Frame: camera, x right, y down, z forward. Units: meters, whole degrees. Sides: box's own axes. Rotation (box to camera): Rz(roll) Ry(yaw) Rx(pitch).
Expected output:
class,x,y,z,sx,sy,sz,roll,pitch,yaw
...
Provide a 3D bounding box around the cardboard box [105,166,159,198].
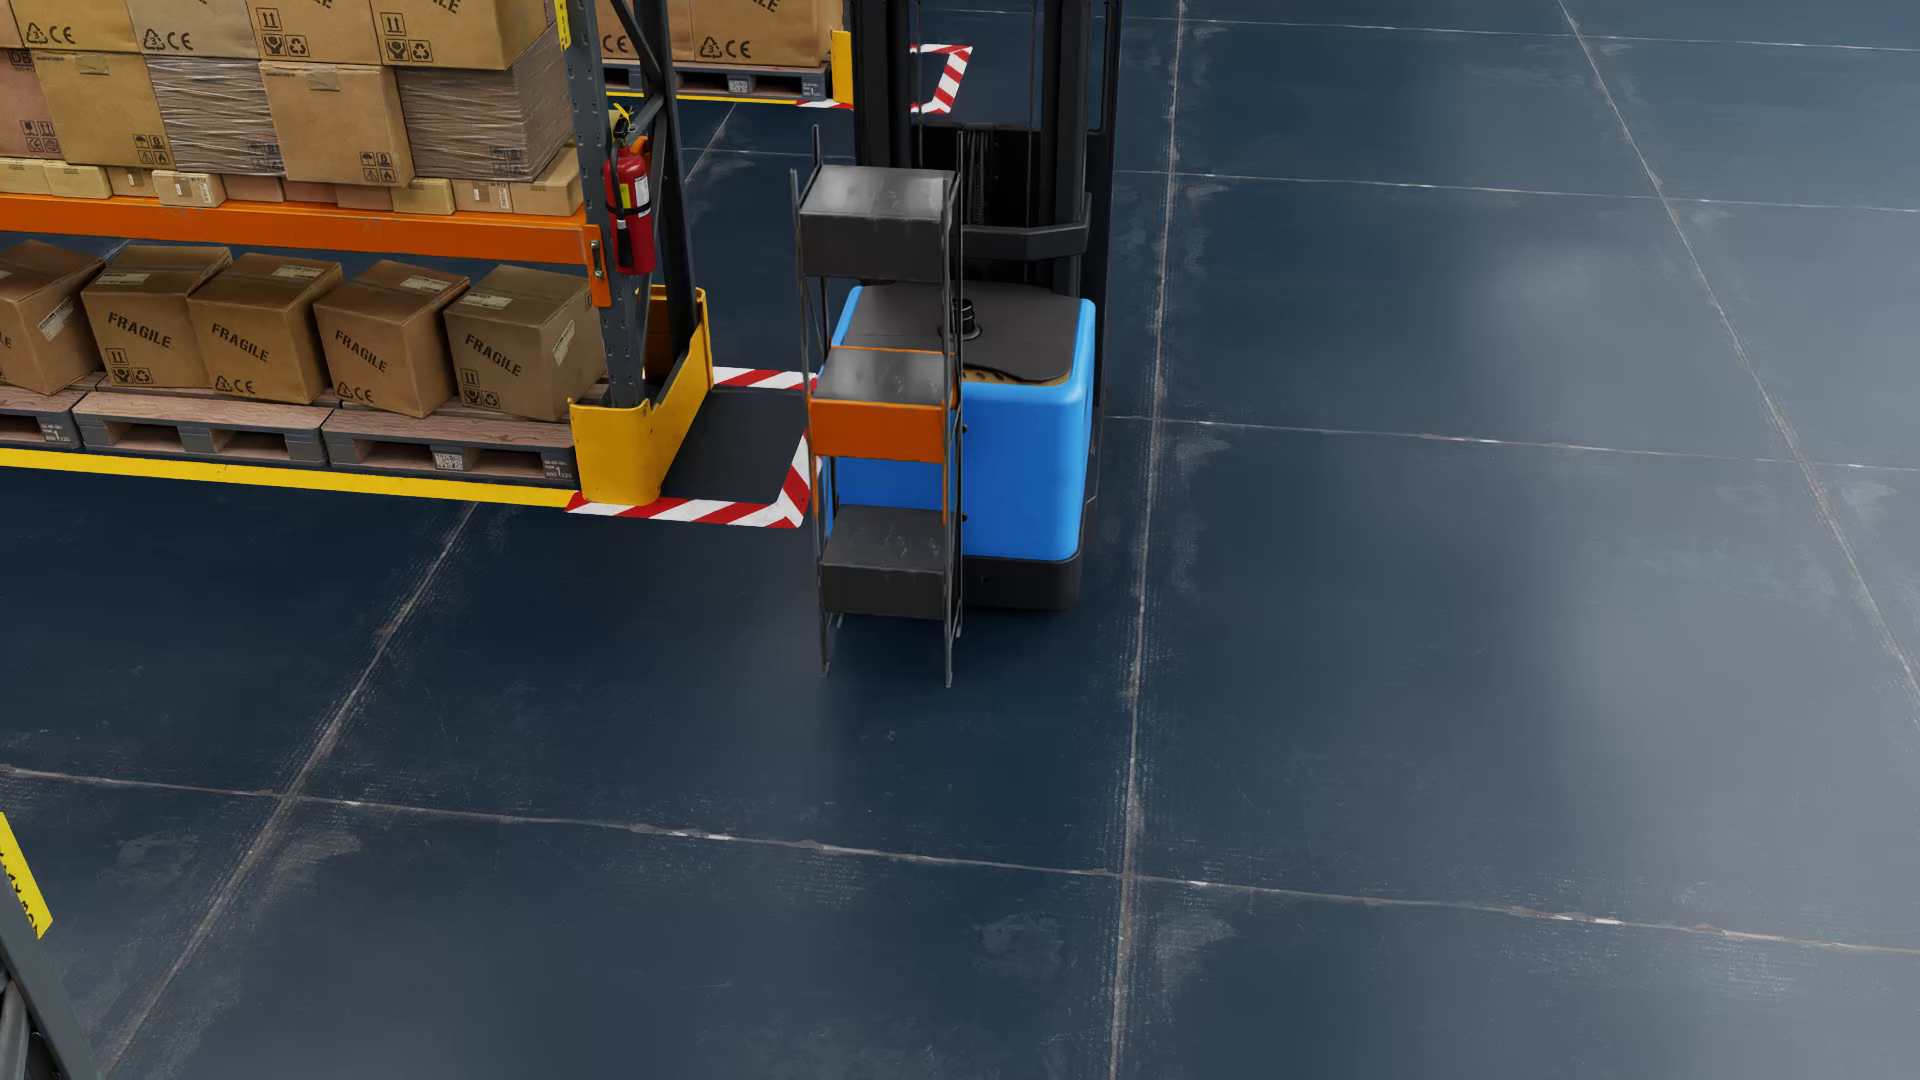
class,x,y,z,sx,sy,sz,roll,pitch,yaw
cardboard box,-3.446,-1.621,7.156,0.250,0.149,0.380,4,36,6

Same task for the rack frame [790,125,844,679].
class,x,y,z,sx,sy,sz,roll,pitch,yaw
rack frame,-0.508,-0.427,6.041,0.015,2.100,0.400,4,36,6

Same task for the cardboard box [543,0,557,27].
class,x,y,z,sx,sy,sz,roll,pitch,yaw
cardboard box,-1.908,-2.479,6.938,0.500,0.500,0.500,4,36,6

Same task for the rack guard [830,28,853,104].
class,x,y,z,sx,sy,sz,roll,pitch,yaw
rack guard,-0.641,-3.543,11.785,0.348,0.500,1.175,4,36,6

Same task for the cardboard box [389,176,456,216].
class,x,y,z,sx,sy,sz,roll,pitch,yaw
cardboard box,-2.209,-1.520,7.014,0.250,0.149,0.380,4,36,6

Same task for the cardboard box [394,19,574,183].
class,x,y,z,sx,sy,sz,roll,pitch,yaw
cardboard box,-1.939,-1.930,7.031,0.500,0.500,0.875,4,36,6

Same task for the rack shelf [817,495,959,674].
class,x,y,z,sx,sy,sz,roll,pitch,yaw
rack shelf,-0.265,0.171,6.431,0.480,0.518,0.431,4,36,6

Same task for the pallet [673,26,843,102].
class,x,y,z,sx,sy,sz,roll,pitch,yaw
pallet,-1.468,-3.442,11.891,1.213,0.211,1.003,4,36,6

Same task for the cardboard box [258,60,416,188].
class,x,y,z,sx,sy,sz,roll,pitch,yaw
cardboard box,-2.450,-1.898,6.986,0.500,0.500,0.875,4,36,6

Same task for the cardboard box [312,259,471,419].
class,x,y,z,sx,sy,sz,roll,pitch,yaw
cardboard box,-2.612,-0.946,7.784,0.500,0.500,0.500,14,38,18

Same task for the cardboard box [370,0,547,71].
class,x,y,z,sx,sy,sz,roll,pitch,yaw
cardboard box,-1.974,-2.179,6.519,0.500,0.500,0.500,4,36,6

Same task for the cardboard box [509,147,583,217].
class,x,y,z,sx,sy,sz,roll,pitch,yaw
cardboard box,-1.706,-1.512,7.003,0.250,0.149,0.380,4,36,6

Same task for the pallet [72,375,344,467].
class,x,y,z,sx,sy,sz,roll,pitch,yaw
pallet,-3.481,-0.755,8.126,1.213,0.211,1.003,4,36,6

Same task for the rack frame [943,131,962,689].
class,x,y,z,sx,sy,sz,roll,pitch,yaw
rack frame,-0.023,-0.393,5.993,0.015,2.100,0.400,4,36,6

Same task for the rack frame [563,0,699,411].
class,x,y,z,sx,sy,sz,roll,pitch,yaw
rack frame,-1.397,-1.712,7.067,0.127,3.000,1.000,4,36,6

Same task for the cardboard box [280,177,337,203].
class,x,y,z,sx,sy,sz,roll,pitch,yaw
cardboard box,-2.697,-1.590,7.111,0.250,0.149,0.380,4,36,6

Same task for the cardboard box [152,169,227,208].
class,x,y,z,sx,sy,sz,roll,pitch,yaw
cardboard box,-3.207,-1.563,7.074,0.250,0.149,0.380,4,36,6

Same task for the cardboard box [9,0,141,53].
class,x,y,z,sx,sy,sz,roll,pitch,yaw
cardboard box,-3.461,-2.293,6.678,0.500,0.500,0.500,4,36,6

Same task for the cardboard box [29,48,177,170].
class,x,y,z,sx,sy,sz,roll,pitch,yaw
cardboard box,-3.435,-2.004,7.134,0.500,0.500,0.875,4,36,6

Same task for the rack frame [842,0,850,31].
class,x,y,z,sx,sy,sz,roll,pitch,yaw
rack frame,-0.665,-4.563,11.061,0.127,3.000,1.000,4,36,6

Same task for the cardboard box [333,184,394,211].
class,x,y,z,sx,sy,sz,roll,pitch,yaw
cardboard box,-2.455,-1.547,7.052,0.250,0.149,0.380,4,36,6

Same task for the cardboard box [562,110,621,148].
class,x,y,z,sx,sy,sz,roll,pitch,yaw
cardboard box,-1.650,-1.768,7.362,0.250,0.149,0.380,4,36,6

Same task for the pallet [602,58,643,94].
class,x,y,z,sx,sy,sz,roll,pitch,yaw
pallet,-2.675,-3.533,12.019,1.213,0.211,1.003,4,36,6

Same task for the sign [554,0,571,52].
class,x,y,z,sx,sy,sz,roll,pitch,yaw
sign,-1.488,-1.994,6.193,0.005,0.325,0.100,4,36,6

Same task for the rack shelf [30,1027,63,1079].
class,x,y,z,sx,sy,sz,roll,pitch,yaw
rack shelf,-4.012,1.286,3.485,4.000,0.370,1.077,4,36,6

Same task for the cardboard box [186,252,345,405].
class,x,y,z,sx,sy,sz,roll,pitch,yaw
cardboard box,-3.230,-1.003,7.864,0.500,0.500,0.500,7,36,10

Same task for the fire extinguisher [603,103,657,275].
class,x,y,z,sx,sy,sz,roll,pitch,yaw
fire extinguisher,-1.342,-1.407,6.706,0.183,0.674,0.296,4,36,6

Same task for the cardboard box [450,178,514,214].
class,x,y,z,sx,sy,sz,roll,pitch,yaw
cardboard box,-1.954,-1.531,7.029,0.250,0.149,0.380,4,36,6

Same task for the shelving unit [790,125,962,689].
class,x,y,z,sx,sy,sz,roll,pitch,yaw
shelving unit,-0.265,-0.410,6.017,0.503,2.100,0.431,4,36,6

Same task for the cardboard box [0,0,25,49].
class,x,y,z,sx,sy,sz,roll,pitch,yaw
cardboard box,-3.959,-2.324,6.721,0.500,0.500,0.500,4,36,6

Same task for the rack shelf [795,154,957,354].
class,x,y,z,sx,sy,sz,roll,pitch,yaw
rack shelf,-0.265,-0.969,5.618,0.480,0.518,0.431,4,36,6

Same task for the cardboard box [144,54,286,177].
class,x,y,z,sx,sy,sz,roll,pitch,yaw
cardboard box,-2.941,-1.960,7.072,0.500,0.500,0.875,4,36,6

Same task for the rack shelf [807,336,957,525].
class,x,y,z,sx,sy,sz,roll,pitch,yaw
rack shelf,-0.265,-0.399,6.025,0.480,0.518,0.431,4,36,6

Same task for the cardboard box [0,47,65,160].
class,x,y,z,sx,sy,sz,roll,pitch,yaw
cardboard box,-3.926,-2.065,7.219,0.500,0.500,0.875,4,36,6

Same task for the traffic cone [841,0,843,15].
class,x,y,z,sx,sy,sz,roll,pitch,yaw
traffic cone,-1.011,-4.388,12.999,0.334,0.463,0.336,4,36,6

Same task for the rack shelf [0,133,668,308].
class,x,y,z,sx,sy,sz,roll,pitch,yaw
rack shelf,-3.381,-1.567,7.483,4.000,0.370,1.077,4,36,6

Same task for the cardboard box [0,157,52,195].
class,x,y,z,sx,sy,sz,roll,pitch,yaw
cardboard box,-3.947,-1.638,7.180,0.250,0.149,0.380,4,36,6

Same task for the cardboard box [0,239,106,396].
class,x,y,z,sx,sy,sz,roll,pitch,yaw
cardboard box,-4.404,-1.071,7.959,0.500,0.500,0.500,16,38,21

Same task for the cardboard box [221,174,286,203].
class,x,y,z,sx,sy,sz,roll,pitch,yaw
cardboard box,-2.948,-1.595,7.119,0.250,0.149,0.380,4,36,6

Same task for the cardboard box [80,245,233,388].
class,x,y,z,sx,sy,sz,roll,pitch,yaw
cardboard box,-3.778,-1.070,7.958,0.500,0.500,0.500,1,36,2

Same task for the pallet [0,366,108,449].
class,x,y,z,sx,sy,sz,roll,pitch,yaw
pallet,-4.694,-0.844,8.251,1.213,0.211,1.003,4,36,6

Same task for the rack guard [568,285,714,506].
class,x,y,z,sx,sy,sz,roll,pitch,yaw
rack guard,-1.473,-0.700,7.801,0.348,0.500,1.175,4,36,6

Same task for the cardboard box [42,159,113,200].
class,x,y,z,sx,sy,sz,roll,pitch,yaw
cardboard box,-3.700,-1.613,7.145,0.250,0.149,0.380,4,36,6

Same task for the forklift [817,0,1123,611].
class,x,y,z,sx,sy,sz,roll,pitch,yaw
forklift,0.133,-1.750,7.180,1.130,2.935,3.031,4,36,6

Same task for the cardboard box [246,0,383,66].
class,x,y,z,sx,sy,sz,roll,pitch,yaw
cardboard box,-2.471,-2.213,6.566,0.500,0.500,0.500,4,36,6

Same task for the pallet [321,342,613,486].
class,x,y,z,sx,sy,sz,roll,pitch,yaw
pallet,-2.274,-0.663,7.998,1.213,0.211,1.003,4,36,6

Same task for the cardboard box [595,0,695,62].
class,x,y,z,sx,sy,sz,roll,pitch,yaw
cardboard box,-2.219,-3.945,11.663,0.875,0.875,0.875,4,36,5

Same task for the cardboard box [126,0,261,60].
class,x,y,z,sx,sy,sz,roll,pitch,yaw
cardboard box,-2.967,-2.251,6.620,0.500,0.500,0.500,4,36,6

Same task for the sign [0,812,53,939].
class,x,y,z,sx,sy,sz,roll,pitch,yaw
sign,-1.954,0.712,3.432,0.005,0.325,0.100,4,36,6

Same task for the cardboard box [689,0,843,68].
class,x,y,z,sx,sy,sz,roll,pitch,yaw
cardboard box,-1.346,-3.881,11.573,0.875,0.875,0.875,4,36,6

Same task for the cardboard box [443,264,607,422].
class,x,y,z,sx,sy,sz,roll,pitch,yaw
cardboard box,-2.014,-0.922,7.749,0.500,0.500,0.500,11,37,15
